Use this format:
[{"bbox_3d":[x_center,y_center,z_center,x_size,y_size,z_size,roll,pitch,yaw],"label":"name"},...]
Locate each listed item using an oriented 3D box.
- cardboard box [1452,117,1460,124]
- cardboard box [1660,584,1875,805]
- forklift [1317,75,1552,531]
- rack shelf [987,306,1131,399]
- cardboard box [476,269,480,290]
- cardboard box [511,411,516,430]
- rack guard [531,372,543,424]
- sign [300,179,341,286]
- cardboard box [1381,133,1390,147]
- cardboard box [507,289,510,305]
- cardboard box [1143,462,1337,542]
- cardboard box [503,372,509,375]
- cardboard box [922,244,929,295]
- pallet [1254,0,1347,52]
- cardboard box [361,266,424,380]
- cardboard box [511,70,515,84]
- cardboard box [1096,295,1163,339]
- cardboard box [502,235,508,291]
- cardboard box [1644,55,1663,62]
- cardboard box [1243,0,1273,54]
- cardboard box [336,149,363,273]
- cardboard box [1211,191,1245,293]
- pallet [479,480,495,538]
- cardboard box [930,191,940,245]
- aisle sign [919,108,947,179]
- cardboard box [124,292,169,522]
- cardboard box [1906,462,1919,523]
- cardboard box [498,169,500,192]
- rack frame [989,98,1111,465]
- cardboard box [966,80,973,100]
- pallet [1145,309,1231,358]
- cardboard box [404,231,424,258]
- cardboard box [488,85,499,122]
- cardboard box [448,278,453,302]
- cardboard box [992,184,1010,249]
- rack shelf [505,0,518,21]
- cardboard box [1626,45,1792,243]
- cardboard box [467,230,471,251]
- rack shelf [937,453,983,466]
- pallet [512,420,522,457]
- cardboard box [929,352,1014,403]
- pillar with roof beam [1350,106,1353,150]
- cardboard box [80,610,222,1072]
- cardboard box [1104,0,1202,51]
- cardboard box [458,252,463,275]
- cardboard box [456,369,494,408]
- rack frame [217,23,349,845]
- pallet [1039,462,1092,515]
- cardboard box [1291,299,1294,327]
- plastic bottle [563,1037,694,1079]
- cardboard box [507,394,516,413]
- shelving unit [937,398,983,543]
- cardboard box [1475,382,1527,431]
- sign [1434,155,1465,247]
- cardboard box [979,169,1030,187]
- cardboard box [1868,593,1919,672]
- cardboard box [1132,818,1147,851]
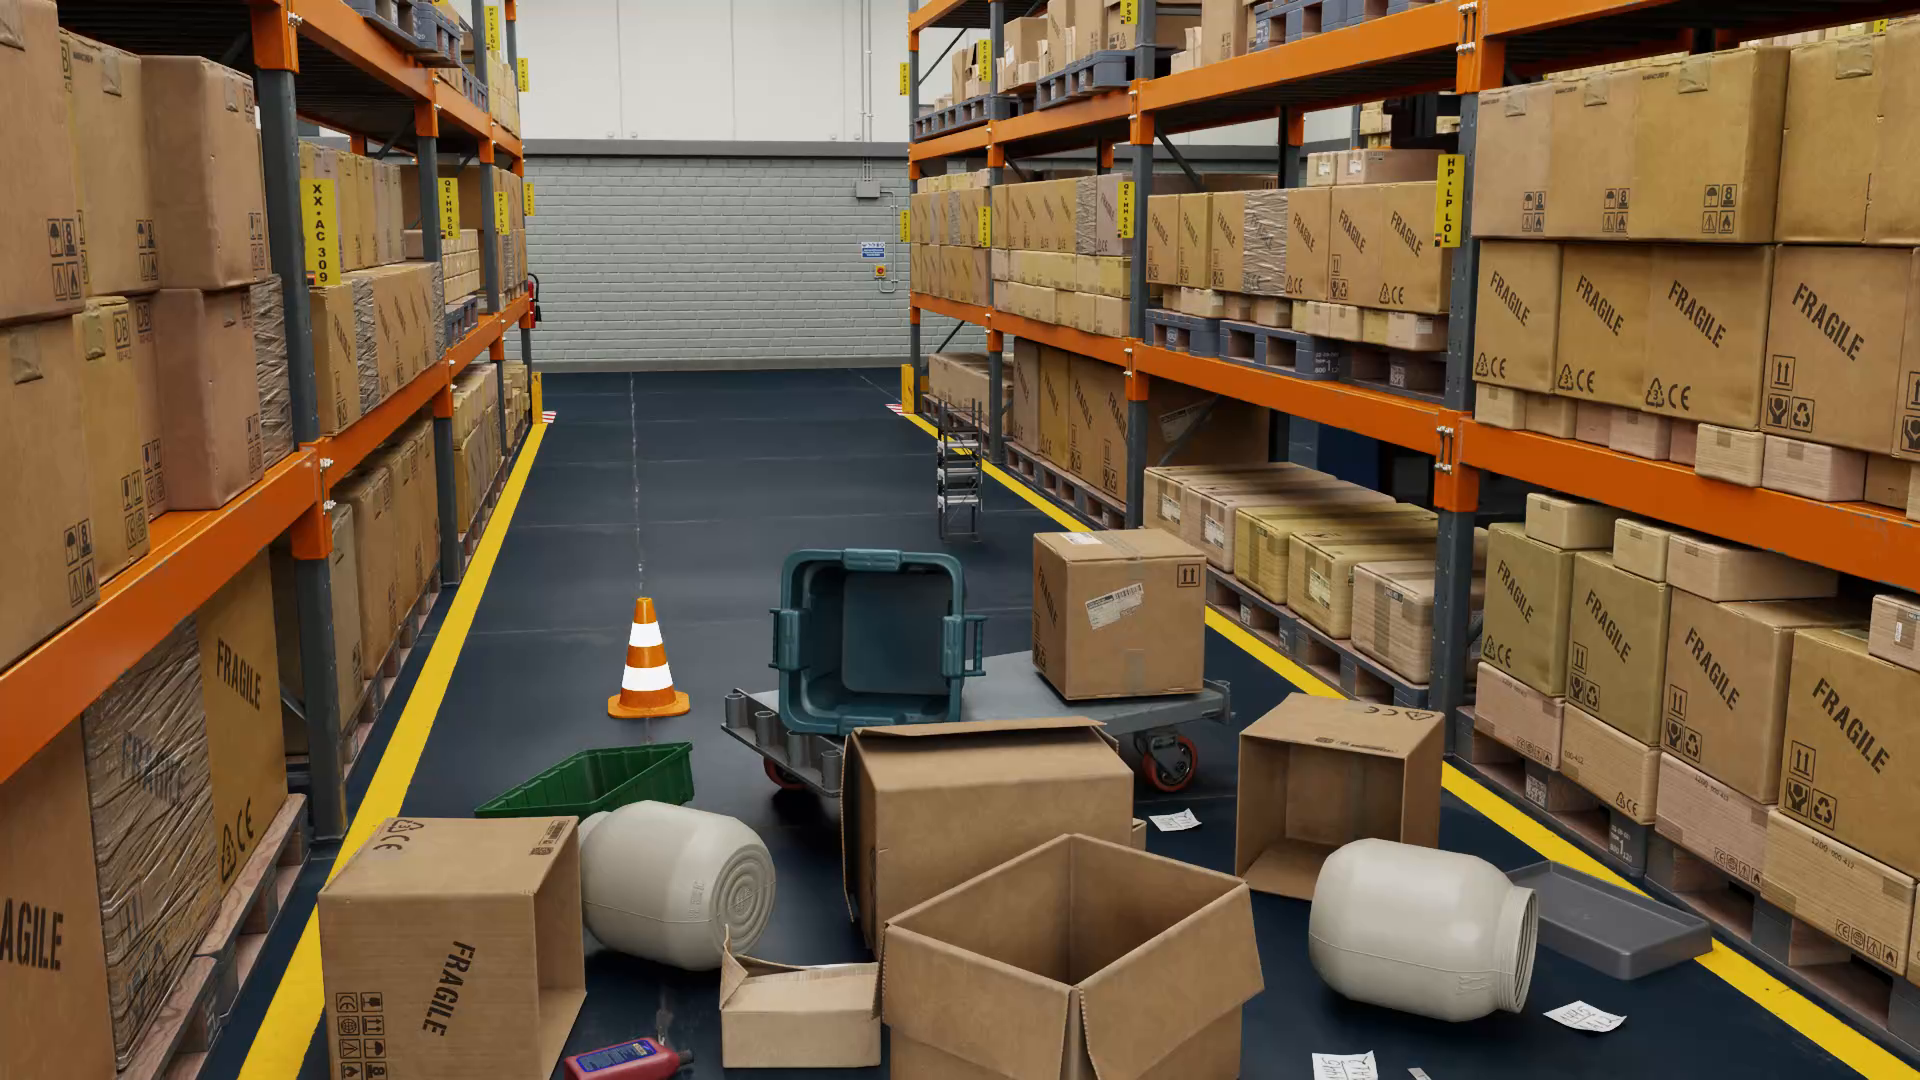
[{"bbox_3d":[5.076,-4.133,15.974,0.500,0.250,0.500,-2,11,-10],"label":"cardboard box"},{"bbox_3d":[2.368,0.417,4.710,0.500,0.500,0.500,-2,11,-8],"label":"cardboard box"},{"bbox_3d":[3.200,-1.337,9.881,1.130,2.935,3.031,-2,11,-10],"label":"forklift"},{"bbox_3d":[1.136,-1.417,12.044,1.077,0.370,4.000,-2,11,-11],"label":"rack shelf"},{"bbox_3d":[-3.818,-1.956,12.501,0.380,0.149,0.250,-2,11,-12],"label":"cardboard box"},{"bbox_3d":[-4.137,-1.060,14.743,0.380,0.149,0.250,-2,11,-13],"label":"cardboard box"},{"bbox_3d":[-4.852,-1.431,16.876,1.175,0.500,0.348,-2,11,-11],"label":"rack guard"},{"bbox_3d":[-1.989,-0.956,5.172,0.100,0.325,0.005,-2,11,-11],"label":"sign"},{"bbox_3d":[4.748,-4.288,17.855,0.380,0.149,0.250,-2,11,-10],"label":"cardboard box"},{"bbox_3d":[-4.127,-2.119,14.480,0.380,0.149,0.250,-2,11,-8],"label":"cardboard box"},{"bbox_3d":[1.625,-0.215,9.710,0.950,0.372,0.625,-3,11,-15],"label":"cardboard box"},{"bbox_3d":[-4.310,-1.442,15.162,0.380,0.149,0.250,-3,11,-13],"label":"cardboard box"},{"bbox_3d":[-0.094,-2.730,16.750,0.500,0.500,0.500,-2,11,-12],"label":"cardboard box"},{"bbox_3d":[2.082,-2.359,7.547,1.213,0.211,1.003,-2,11,-11],"label":"pallet"},{"bbox_3d":[-2.767,-0.998,7.652,0.500,0.500,0.500,-2,11,-12],"label":"cardboard box"},{"bbox_3d":[-4.514,-4.464,16.101,0.380,0.149,0.250,-2,11,-12],"label":"cardboard box"},{"bbox_3d":[1.172,-1.414,10.502,0.500,0.250,0.500,-3,11,-13],"label":"cardboard box"},{"bbox_3d":[-4.041,-2.325,13.825,0.500,0.500,0.500,-2,11,-11],"label":"cardboard box"},{"bbox_3d":[5.561,-3.766,12.923,0.380,0.149,0.250,-2,11,-11],"label":"cardboard box"},{"bbox_3d":[1.849,-2.649,8.296,0.797,0.503,0.637,-2,11,-11],"label":"cardboard box"},{"bbox_3d":[-2.932,-1.382,6.996,0.700,0.500,0.500,-2,11,-12],"label":"cardboard box"},{"bbox_3d":[1.603,-1.522,8.484,0.500,0.500,0.500,-2,11,-10],"label":"cardboard box"},{"bbox_3d":[-3.695,-0.202,11.194,1.003,0.211,1.213,-2,11,-11],"label":"pallet"},{"bbox_3d":[-0.002,-3.124,16.148,0.500,0.500,0.500,-2,11,-11],"label":"cardboard box"},{"bbox_3d":[-0.330,-4.151,17.530,0.394,0.787,0.004,-2,11,-11],"label":"aisle sign"},{"bbox_3d":[-2.331,-0.275,3.717,0.875,0.550,0.550,-2,11,-11],"label":"cardboard box"},{"bbox_3d":[2.481,-0.106,3.903,0.380,0.149,0.250,-2,11,-12],"label":"cardboard box"},{"bbox_3d":[-4.054,-2.812,13.709,0.500,0.500,0.500,-2,11,-13],"label":"cardboard box"},{"bbox_3d":[0.747,-2.138,13.904,1.000,3.000,0.127,-2,11,-11],"label":"rack frame"},{"bbox_3d":[0.257,-3.897,14.408,0.380,0.149,0.250,-2,11,-10],"label":"cardboard box"},{"bbox_3d":[1.768,-1.183,9.402,1.213,0.211,1.003,-2,11,-11],"label":"pallet"},{"bbox_3d":[-3.212,-1.673,9.422,0.380,0.149,0.250,-2,11,-11],"label":"cardboard box"},{"bbox_3d":[-3.920,-3.433,13.091,0.500,0.250,0.500,-2,11,-8],"label":"cardboard box"},{"bbox_3d":[-3.413,-1.574,10.495,0.380,0.149,0.250,-2,11,-9],"label":"cardboard box"},{"bbox_3d":[0.550,-2.587,13.323,0.500,0.500,0.500,-2,11,-10],"label":"cardboard box"},{"bbox_3d":[-4.478,-4.898,14.295,1.077,0.370,4.000,-2,11,-11],"label":"rack shelf"},{"bbox_3d":[2.325,-1.081,4.614,0.700,0.500,0.500,-2,11,-12],"label":"cardboard box"},{"bbox_3d":[-3.718,-2.151,11.932,0.380,0.149,0.250,-2,11,-13],"label":"cardboard box"},{"bbox_3d":[-0.002,-0.499,10.610,0.258,0.077,0.200,-2,11,-11],"label":"rack shelf"},{"bbox_3d":[-4.495,-0.915,14.940,1.003,0.211,1.213,-2,11,-11],"label":"pallet"},{"bbox_3d":[0.195,-1.701,17.342,0.875,0.438,0.875,-3,11,-13],"label":"cardboard box"},{"bbox_3d":[0.974,-6.370,20.098,9.100,9.000,0.400,-2,11,-11],"label":"pillar with roof beam"},{"bbox_3d":[-2.300,0.649,3.825,0.875,0.875,0.875,-2,11,-11],"label":"cardboard box"},{"bbox_3d":[1.303,-3.198,10.055,0.797,0.503,0.637,-3,11,-15],"label":"cardboard box"},{"bbox_3d":[-3.558,-1.861,11.202,0.380,0.149,0.250,-2,11,-11],"label":"cardboard box"},{"bbox_3d":[-3.609,-1.064,11.818,0.500,0.250,0.500,-2,11,-8],"label":"cardboard box"},{"bbox_3d":[-2.533,-0.472,5.152,1.000,3.000,0.127,-2,11,-11],"label":"rack frame"},{"bbox_3d":[1.212,-0.405,12.258,1.003,0.211,1.213,-2,11,-11],"label":"pallet"},{"bbox_3d":[1.797,-1.077,7.882,0.380,0.149,0.250,-3,11,-13],"label":"cardboard box"},{"bbox_3d":[-0.787,1.250,3.964,0.283,0.061,0.133,-6,13,-31],"label":"plastic bottle"},{"bbox_3d":[-4.133,-1.205,14.711,0.380,0.149,0.250,-2,11,-11],"label":"cardboard box"},{"bbox_3d":[-0.002,-0.444,10.620,0.258,0.900,0.210,-2,11,-11],"label":"shelving unit"},{"bbox_3d":[2.049,-0.477,5.854,0.380,0.149,0.250,-2,11,-11],"label":"cardboard box"},{"bbox_3d":[1.759,-1.218,5.978,0.100,0.325,0.005,-2,11,-11],"label":"sign"},{"bbox_3d":[0.375,-3.041,13.977,0.380,0.149,0.250,-2,11,-12],"label":"cardboard box"},{"bbox_3d":[2.436,0.224,3.988,0.380,0.149,0.250,-2,11,-9],"label":"cardboard box"},{"bbox_3d":[0.356,0.900,5.256,0.396,0.266,0.258,9,14,38],"label":"cardboard box"}]
